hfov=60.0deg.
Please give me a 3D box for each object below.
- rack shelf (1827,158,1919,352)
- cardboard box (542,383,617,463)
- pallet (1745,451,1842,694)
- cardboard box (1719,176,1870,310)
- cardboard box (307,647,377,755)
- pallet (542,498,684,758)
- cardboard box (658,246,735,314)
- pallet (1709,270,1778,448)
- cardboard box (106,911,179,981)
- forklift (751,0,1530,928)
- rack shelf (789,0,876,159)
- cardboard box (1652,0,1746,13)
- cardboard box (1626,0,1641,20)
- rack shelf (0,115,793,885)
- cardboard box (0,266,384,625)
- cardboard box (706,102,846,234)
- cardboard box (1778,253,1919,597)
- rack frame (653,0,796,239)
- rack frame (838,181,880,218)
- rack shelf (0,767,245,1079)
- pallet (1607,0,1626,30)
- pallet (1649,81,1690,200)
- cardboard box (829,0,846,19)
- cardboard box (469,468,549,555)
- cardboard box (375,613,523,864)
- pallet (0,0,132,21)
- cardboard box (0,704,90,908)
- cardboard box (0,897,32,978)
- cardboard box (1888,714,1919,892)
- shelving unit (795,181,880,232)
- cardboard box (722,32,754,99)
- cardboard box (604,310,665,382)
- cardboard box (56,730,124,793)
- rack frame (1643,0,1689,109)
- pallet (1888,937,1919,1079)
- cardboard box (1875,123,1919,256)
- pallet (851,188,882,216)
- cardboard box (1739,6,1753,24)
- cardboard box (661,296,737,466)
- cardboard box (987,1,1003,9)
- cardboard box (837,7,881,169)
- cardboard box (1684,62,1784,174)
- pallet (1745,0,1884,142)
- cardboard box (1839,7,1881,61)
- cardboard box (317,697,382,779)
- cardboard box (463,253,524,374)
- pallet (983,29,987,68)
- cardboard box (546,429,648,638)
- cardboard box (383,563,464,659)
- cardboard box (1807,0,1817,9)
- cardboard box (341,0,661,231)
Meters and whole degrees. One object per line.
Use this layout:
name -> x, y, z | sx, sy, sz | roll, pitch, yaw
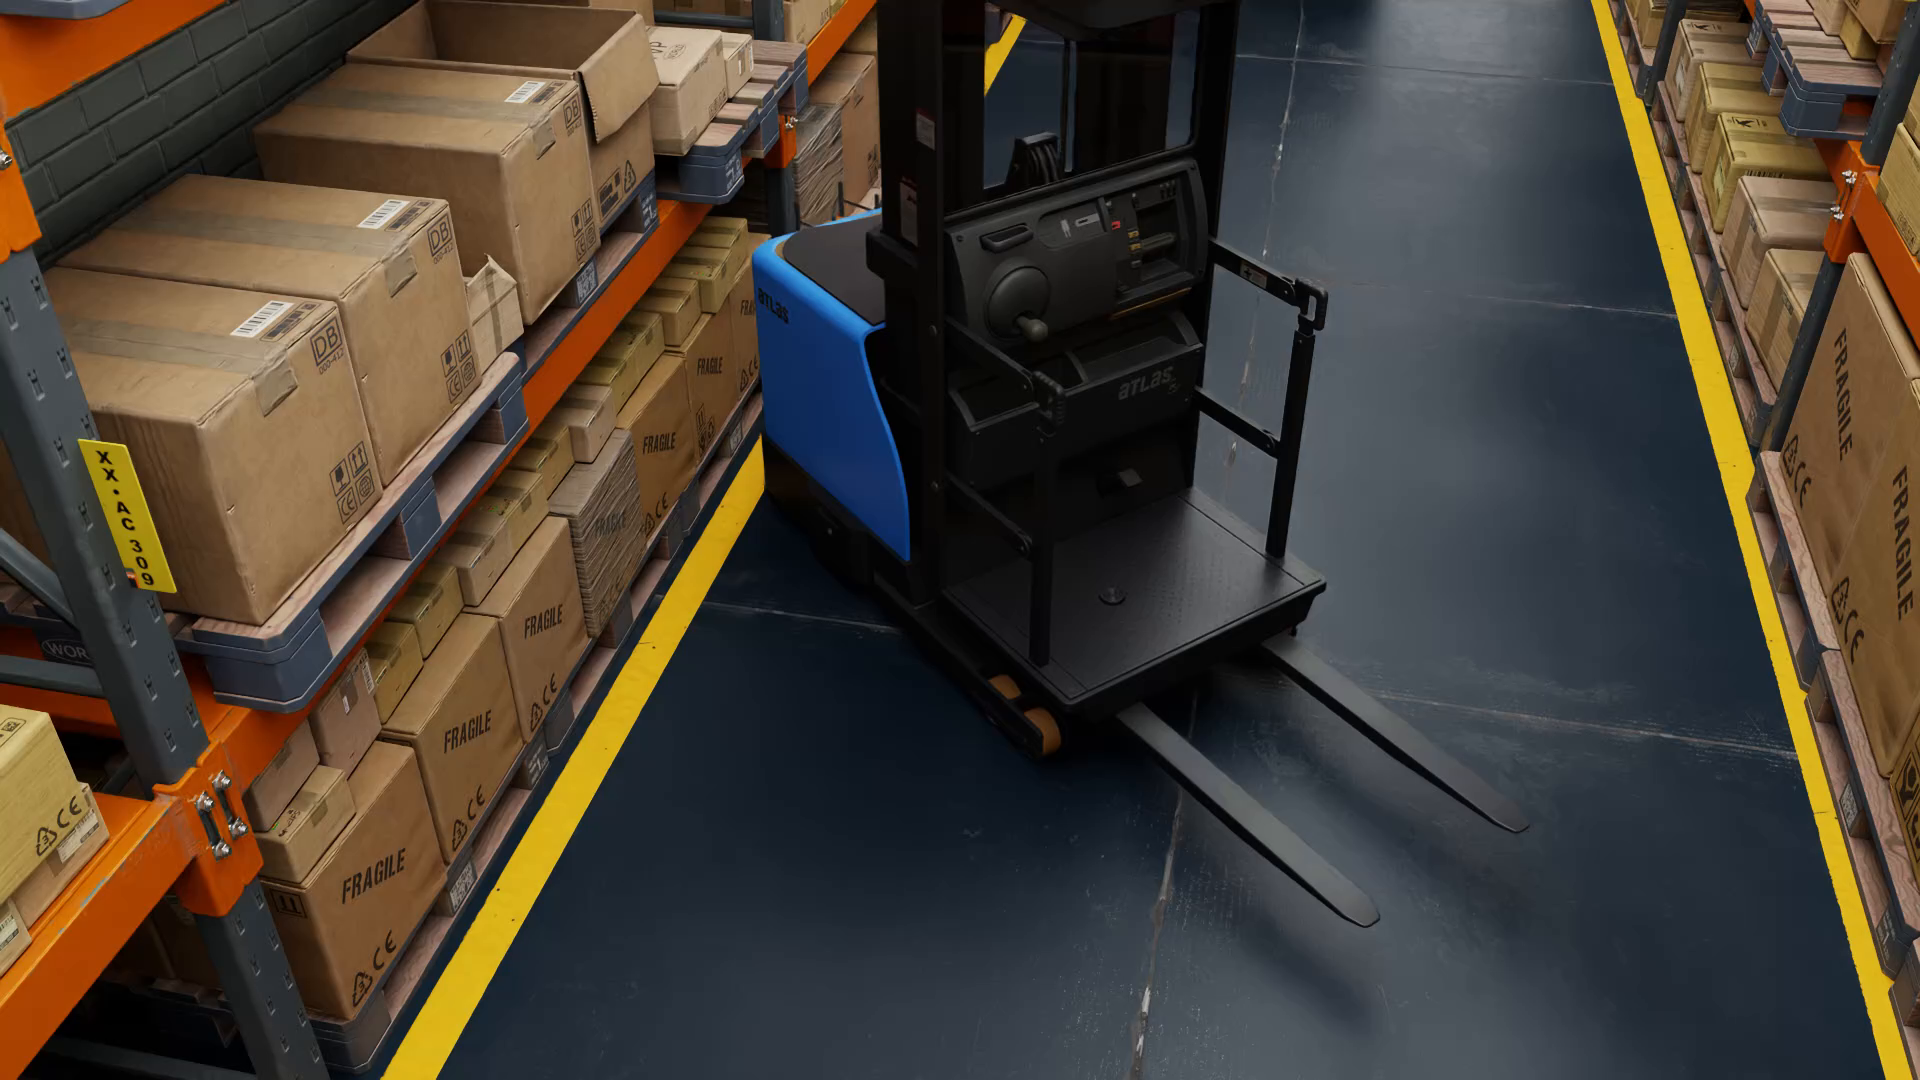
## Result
rack shelf -> 3.237, 0.012, 4.290 | 1.077, 0.370, 4.000 | 7, 37, 10
cardboard box -> -1.354, -0.395, 5.458 | 0.380, 0.149, 0.250 | 6, 36, 8
pallet -> 3.422, 0.146, 5.869 | 1.003, 0.211, 1.213 | 7, 37, 10
cardboard box -> 3.945, -1.278, 7.339 | 0.950, 0.372, 0.625 | 7, 36, 9
cardboard box -> -1.695, 0.379, 4.137 | 0.380, 0.149, 0.250 | 6, 36, 8
pallet -> -1.645, 0.204, 5.789 | 1.003, 0.211, 1.213 | 7, 37, 10
cardboard box -> -1.072, -0.991, 6.281 | 0.380, 0.149, 0.250 | 6, 36, 8
pallet -> 3.833, -0.744, 7.097 | 1.003, 0.211, 1.213 | 7, 37, 10
cardboard box -> -2.224, 0.771, 4.402 | 0.500, 0.500, 0.500 | 7, 37, 10
forklift -> 0.497, -0.813, 4.874 | 1.130, 2.935, 3.031 | -22, 41, -27
rack shelf -> -0.758, -2.901, 8.310 | 1.077, 0.370, 4.000 | 7, 37, 10
cardboard box -> 4.383, -3.452, 9.803 | 0.500, 0.500, 0.500 | 7, 36, 9
cardboard box -> 4.486, -3.455, 10.446 | 0.500, 0.250, 0.500 | 6, 36, 9
rack shelf -> -1.613, -0.608, 5.146 | 1.077, 0.370, 4.000 | 7, 37, 10
cardboard box -> -1.718, -0.212, 3.544 | 0.700, 0.500, 0.500 | 8, 37, 11
cardboard box -> -1.039, -1.610, 7.581 | 0.875, 0.625, 0.625 | 8, 37, 11
cardboard box -> 3.436, -0.350, 5.629 | 0.875, 0.875, 0.875 | 7, 37, 10
rack frame -> -1.186, -2.046, 6.517 | 1.000, 3.000, 0.127 | 7, 37, 10
rack frame -> -0.385, -0.908, 6.608 | 0.200, 1.050, 0.008 | 25, 43, 30
rack shelf -> -2.467, 1.685, 1.982 | 1.077, 0.370, 4.000 | 7, 37, 10
pallet -> 4.886, -3.681, 11.149 | 1.003, 0.211, 1.213 | 7, 37, 10
pallet -> 4.354, -2.143, 9.027 | 1.003, 0.211, 1.213 | 7, 37, 10
cardboard box -> -0.740, -2.496, 7.266 | 0.500, 0.250, 0.500 | 7, 36, 9
cardboard box -> -1.486, -0.102, 5.054 | 0.380, 0.149, 0.250 | 9, 37, 12
cardboard box -> -1.613, 0.534, 4.729 | 0.500, 0.500, 0.500 | 7, 36, 9
pallet -> -1.832, -1.256, 3.031 | 1.213, 0.211, 1.003 | 7, 37, 10
cardboard box -> -1.910, 0.510, 2.864 | 0.500, 0.250, 0.500 | 8, 37, 11
cardboard box -> -1.896, 0.716, 2.921 | 0.380, 0.149, 0.250 | 8, 37, 11
cardboard box -> 3.050, 0.673, 4.217 | 0.875, 0.875, 0.875 | 8, 37, 11
shelving unit -> -0.460, -0.851, 6.530 | 0.215, 1.050, 0.252 | 25, 43, 30
cardboard box -> -0.951, -1.689, 5.881 | 0.380, 0.149, 0.250 | 8, 37, 11
cardboard box -> -1.272, -0.700, 5.879 | 0.380, 0.149, 0.250 | 8, 37, 11
cardboard box -> -2.243, 0.580, 4.113 | 0.380, 0.149, 0.250 | 6, 36, 8
rack frame -> 4.519, -3.719, 8.825 | 1.000, 3.000, 0.127 | 7, 37, 10
pallet -> 2.901, 1.545, 3.939 | 1.003, 0.211, 1.213 | 7, 37, 10
cardboard box -> 3.314, -1.116, 5.361 | 0.500, 0.250, 0.500 | 7, 36, 9
pallet -> -0.972, -1.384, 7.979 | 1.003, 0.211, 1.213 | 7, 37, 10
cardboard box -> 4.909, -3.080, 9.929 | 0.500, 0.250, 0.500 | 6, 36, 8
cardboard box -> -1.183, -0.649, 6.361 | 0.500, 0.500, 0.500 | 7, 36, 9
cardboard box -> 0.096, -3.631, 10.690 | 0.500, 0.250, 0.500 | 8, 37, 10
cardboard box -> -0.764, -2.372, 8.632 | 0.875, 0.625, 0.625 | 6, 36, 8
cardboard box -> 4.259, -2.111, 8.488 | 0.950, 0.372, 0.625 | 10, 37, 13
pallet -> 3.713, -1.770, 6.300 | 1.213, 0.211, 1.003 | 7, 37, 10
cardboard box -> 3.491, -1.874, 6.136 | 0.380, 0.149, 0.250 | 8, 37, 11
cardboard box -> -1.720, 0.486, 4.243 | 0.380, 0.149, 0.250 | 6, 36, 9
cardboard box -> -1.368, -0.617, 4.301 | 0.396, 0.266, 0.258 | 9, 37, 12
pallet -> -0.450, -2.783, 9.909 | 1.003, 0.211, 1.213 | 7, 37, 10
cardboard box -> -1.385, -0.048, 5.533 | 0.500, 0.500, 0.500 | 6, 36, 8
cardboard box -> -1.631, 0.179, 4.667 | 0.380, 0.149, 0.250 | 7, 36, 9
cardboard box -> 3.563, -2.168, 6.541 | 0.380, 0.149, 0.250 | 6, 36, 8
cardboard box -> -1.354, -1.299, 5.040 | 0.797, 0.503, 0.637 | 7, 36, 9
